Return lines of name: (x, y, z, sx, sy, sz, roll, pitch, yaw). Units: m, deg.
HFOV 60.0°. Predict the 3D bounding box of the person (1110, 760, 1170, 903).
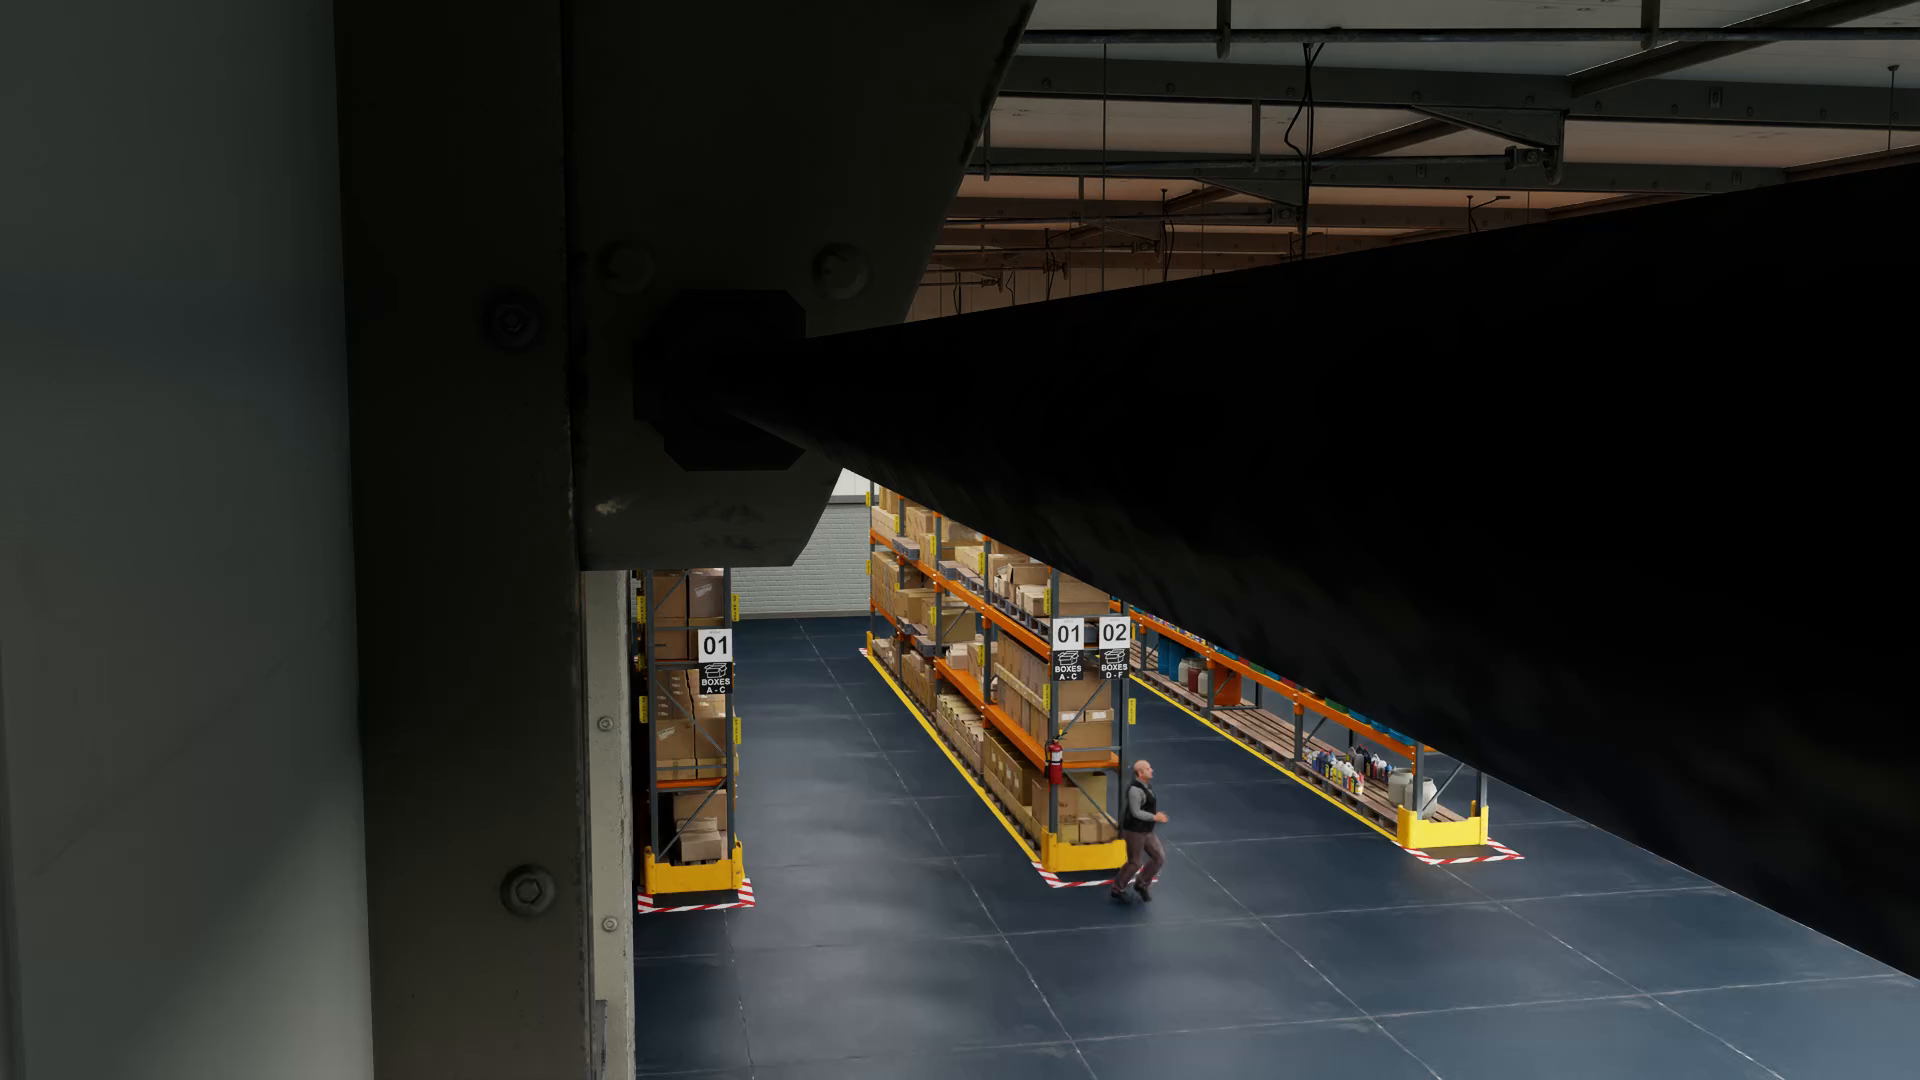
person: (2.139, 3.454, 19.584, 0.721, 1.765, 0.675, 3, 6, 23)
